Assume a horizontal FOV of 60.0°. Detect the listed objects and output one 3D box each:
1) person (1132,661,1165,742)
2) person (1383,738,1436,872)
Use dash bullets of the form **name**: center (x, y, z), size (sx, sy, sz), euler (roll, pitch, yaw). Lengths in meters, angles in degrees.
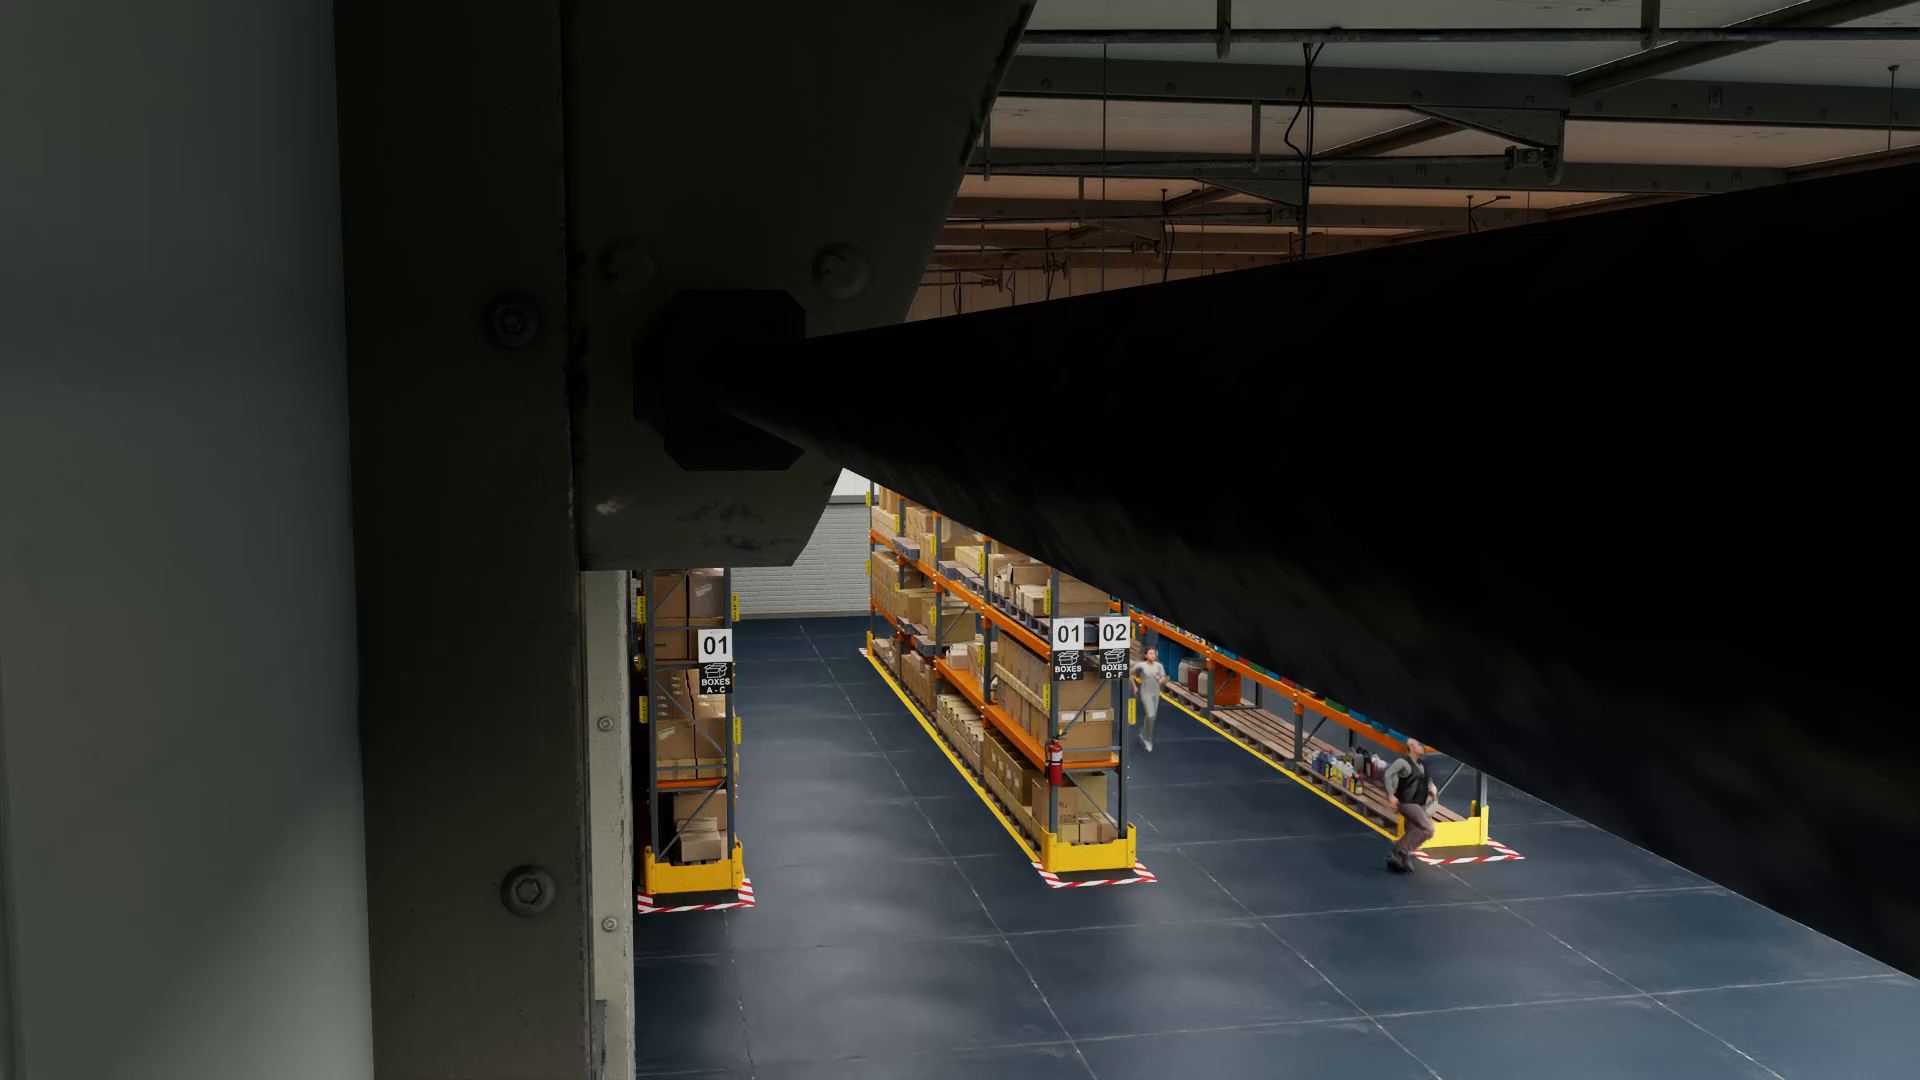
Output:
- **person**: center (3.144, 2.665, 27.674), size (0.507, 1.318, 0.655), euler (-2, 6, -22)
- **person**: center (5.715, 3.318, 20.861), size (0.628, 1.653, 0.656), euler (5, 8, 41)
